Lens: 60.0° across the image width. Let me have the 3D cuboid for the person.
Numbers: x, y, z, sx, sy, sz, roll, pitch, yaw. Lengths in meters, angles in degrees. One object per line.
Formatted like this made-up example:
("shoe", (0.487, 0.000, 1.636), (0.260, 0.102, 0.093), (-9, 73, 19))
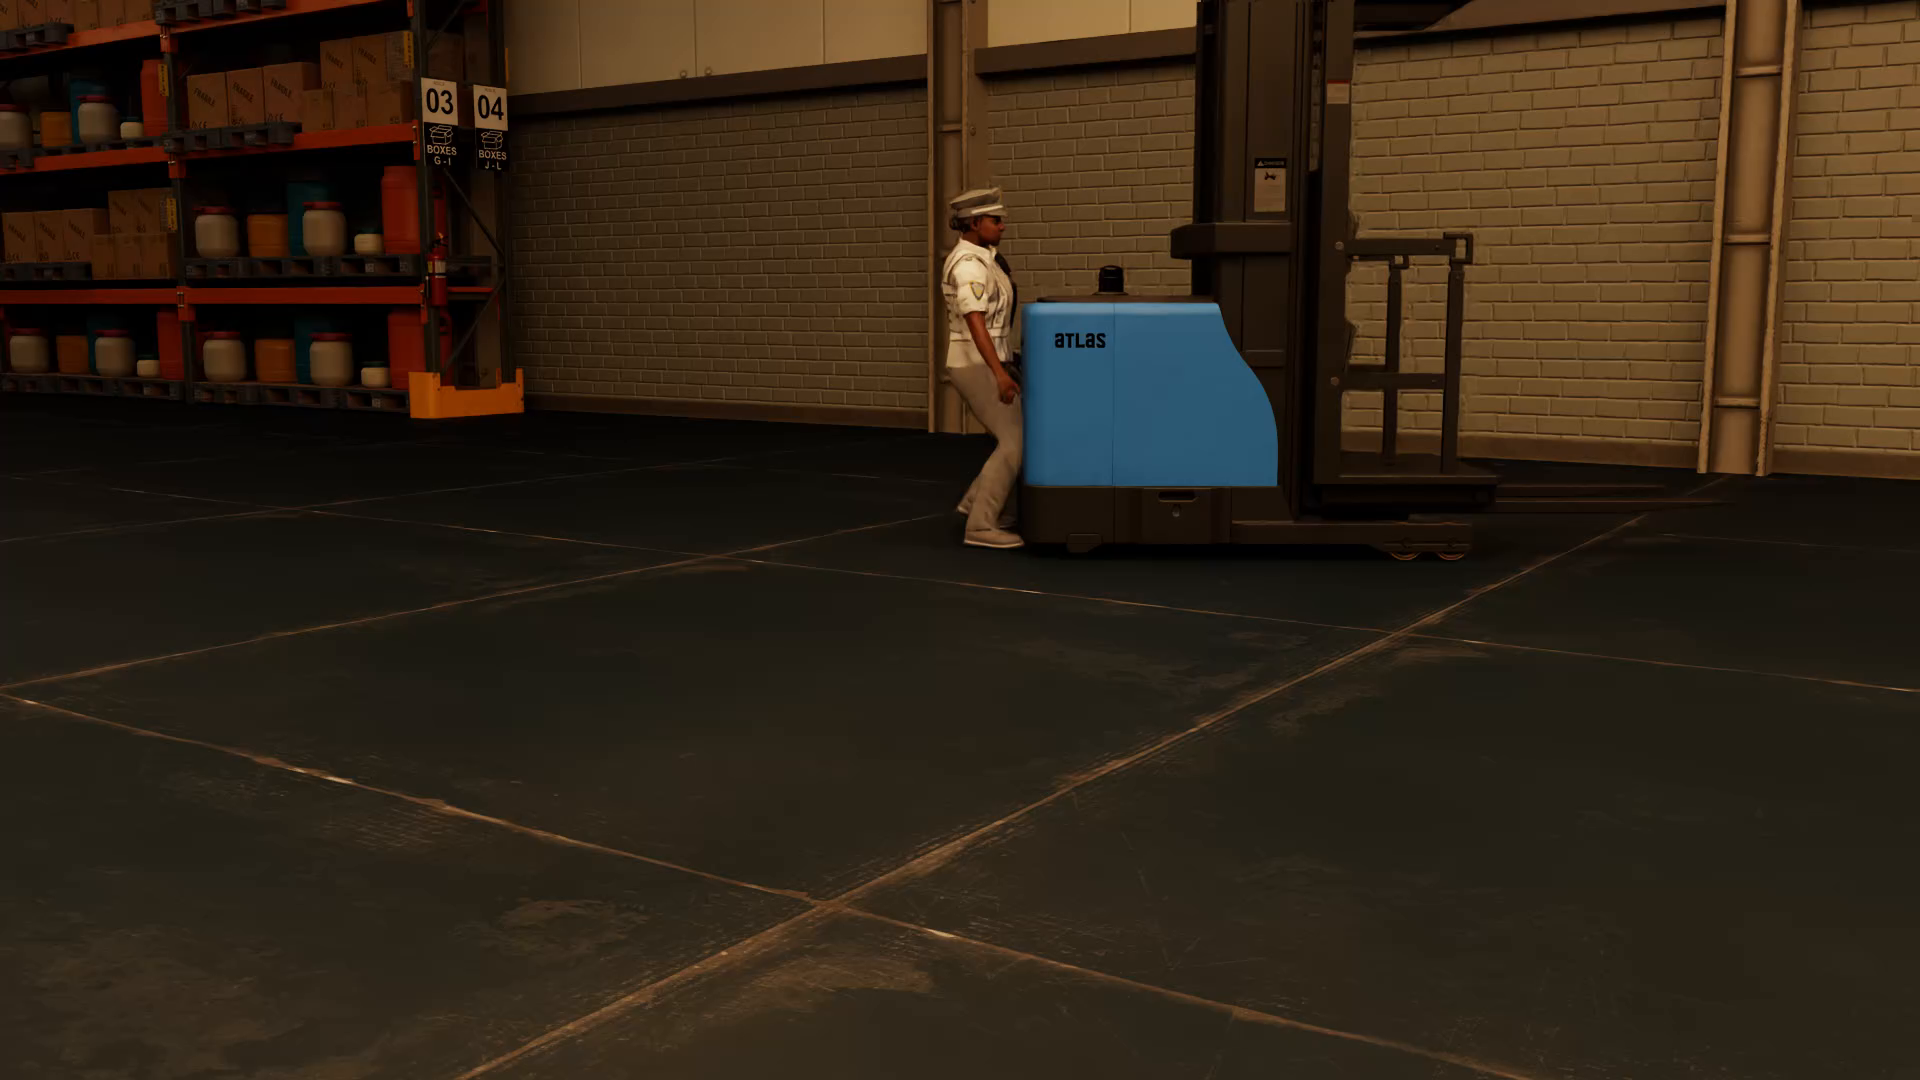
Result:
("person", (0.148, -0.780, 7.468), (0.461, 1.580, 0.732), (1, 8, 8))

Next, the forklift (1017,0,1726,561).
("forklift", (1.785, -1.439, 7.311), (3.031, 2.935, 1.130), (0, 8, 0))
